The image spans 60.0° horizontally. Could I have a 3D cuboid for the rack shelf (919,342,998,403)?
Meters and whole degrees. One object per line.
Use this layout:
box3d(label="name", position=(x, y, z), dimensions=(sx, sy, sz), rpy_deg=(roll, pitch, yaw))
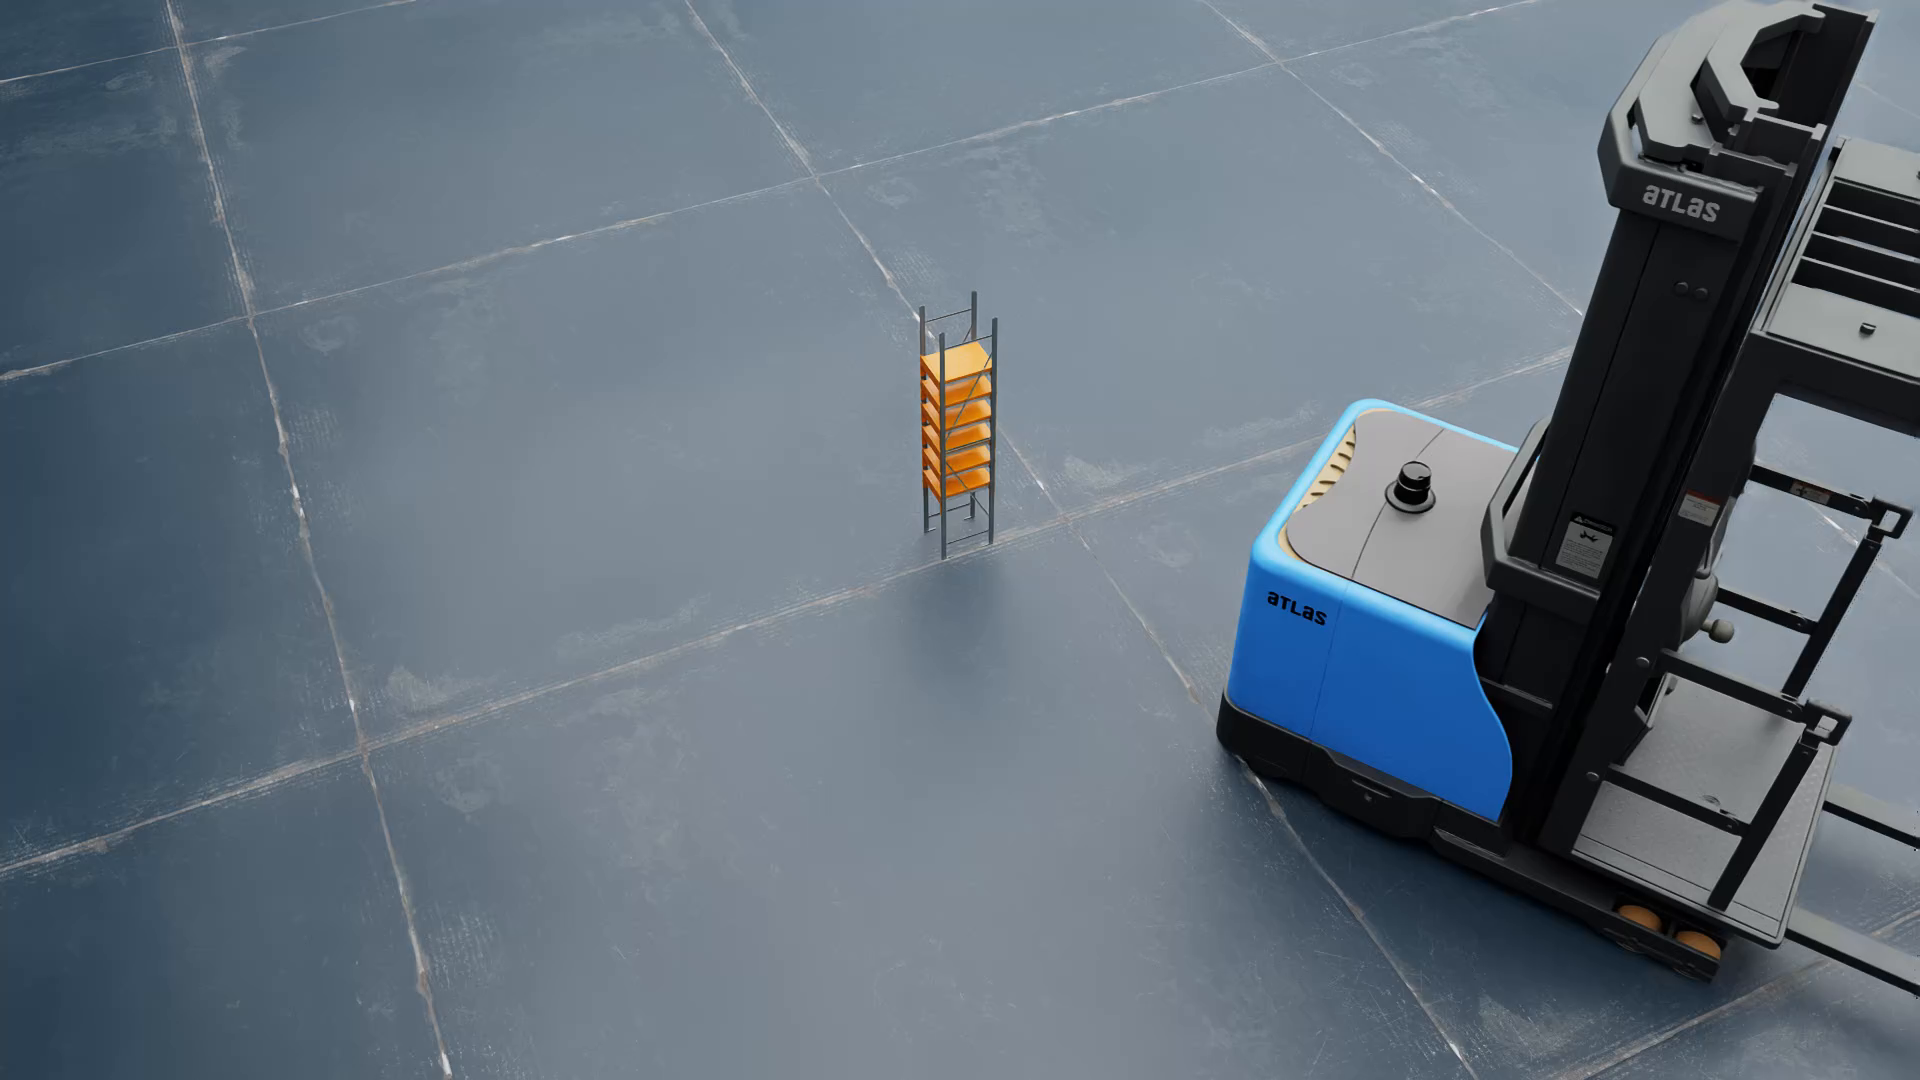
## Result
box3d(label="rack shelf", position=(-0.006, -0.661, 6.485), dimensions=(0.258, 0.103, 0.180), rpy_deg=(-18, 47, -17))

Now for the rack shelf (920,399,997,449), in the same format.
box3d(label="rack shelf", position=(-0.006, -0.490, 6.654), dimensions=(0.258, 0.103, 0.180), rpy_deg=(-18, 47, -17))

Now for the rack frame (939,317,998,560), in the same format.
box3d(label="rack frame", position=(0.032, -0.378, 6.648), dimensions=(0.240, 1.200, 0.006), rpy_deg=(-18, 47, -17))

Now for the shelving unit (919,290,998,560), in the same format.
box3d(label="shelving unit", position=(-0.006, -0.436, 6.707), dimensions=(0.258, 1.200, 0.189), rpy_deg=(-18, 47, -17))

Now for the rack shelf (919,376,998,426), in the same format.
box3d(label="rack shelf", position=(-0.006, -0.576, 6.569), dimensions=(0.258, 0.103, 0.180), rpy_deg=(-18, 47, -17))

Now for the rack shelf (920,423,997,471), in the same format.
box3d(label="rack shelf", position=(-0.006, -0.405, 6.738), dimensions=(0.258, 0.103, 0.180), rpy_deg=(-18, 47, -17))

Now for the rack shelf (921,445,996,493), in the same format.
box3d(label="rack shelf", position=(-0.006, -0.319, 6.822), dimensions=(0.258, 0.103, 0.180), rpy_deg=(-18, 47, -17))

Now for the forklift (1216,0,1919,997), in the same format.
box3d(label="forklift", position=(2.492, 0.006, 5.026), dimensions=(3.031, 2.935, 1.130), rpy_deg=(23, 49, 22))

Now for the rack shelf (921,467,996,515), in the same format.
box3d(label="rack shelf", position=(-0.006, -0.234, 6.907), dimensions=(0.258, 0.103, 0.180), rpy_deg=(-18, 47, -17))

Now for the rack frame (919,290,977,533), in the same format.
box3d(label="rack frame", position=(-0.045, -0.495, 6.766), dimensions=(0.240, 1.200, 0.006), rpy_deg=(-18, 47, -17))
